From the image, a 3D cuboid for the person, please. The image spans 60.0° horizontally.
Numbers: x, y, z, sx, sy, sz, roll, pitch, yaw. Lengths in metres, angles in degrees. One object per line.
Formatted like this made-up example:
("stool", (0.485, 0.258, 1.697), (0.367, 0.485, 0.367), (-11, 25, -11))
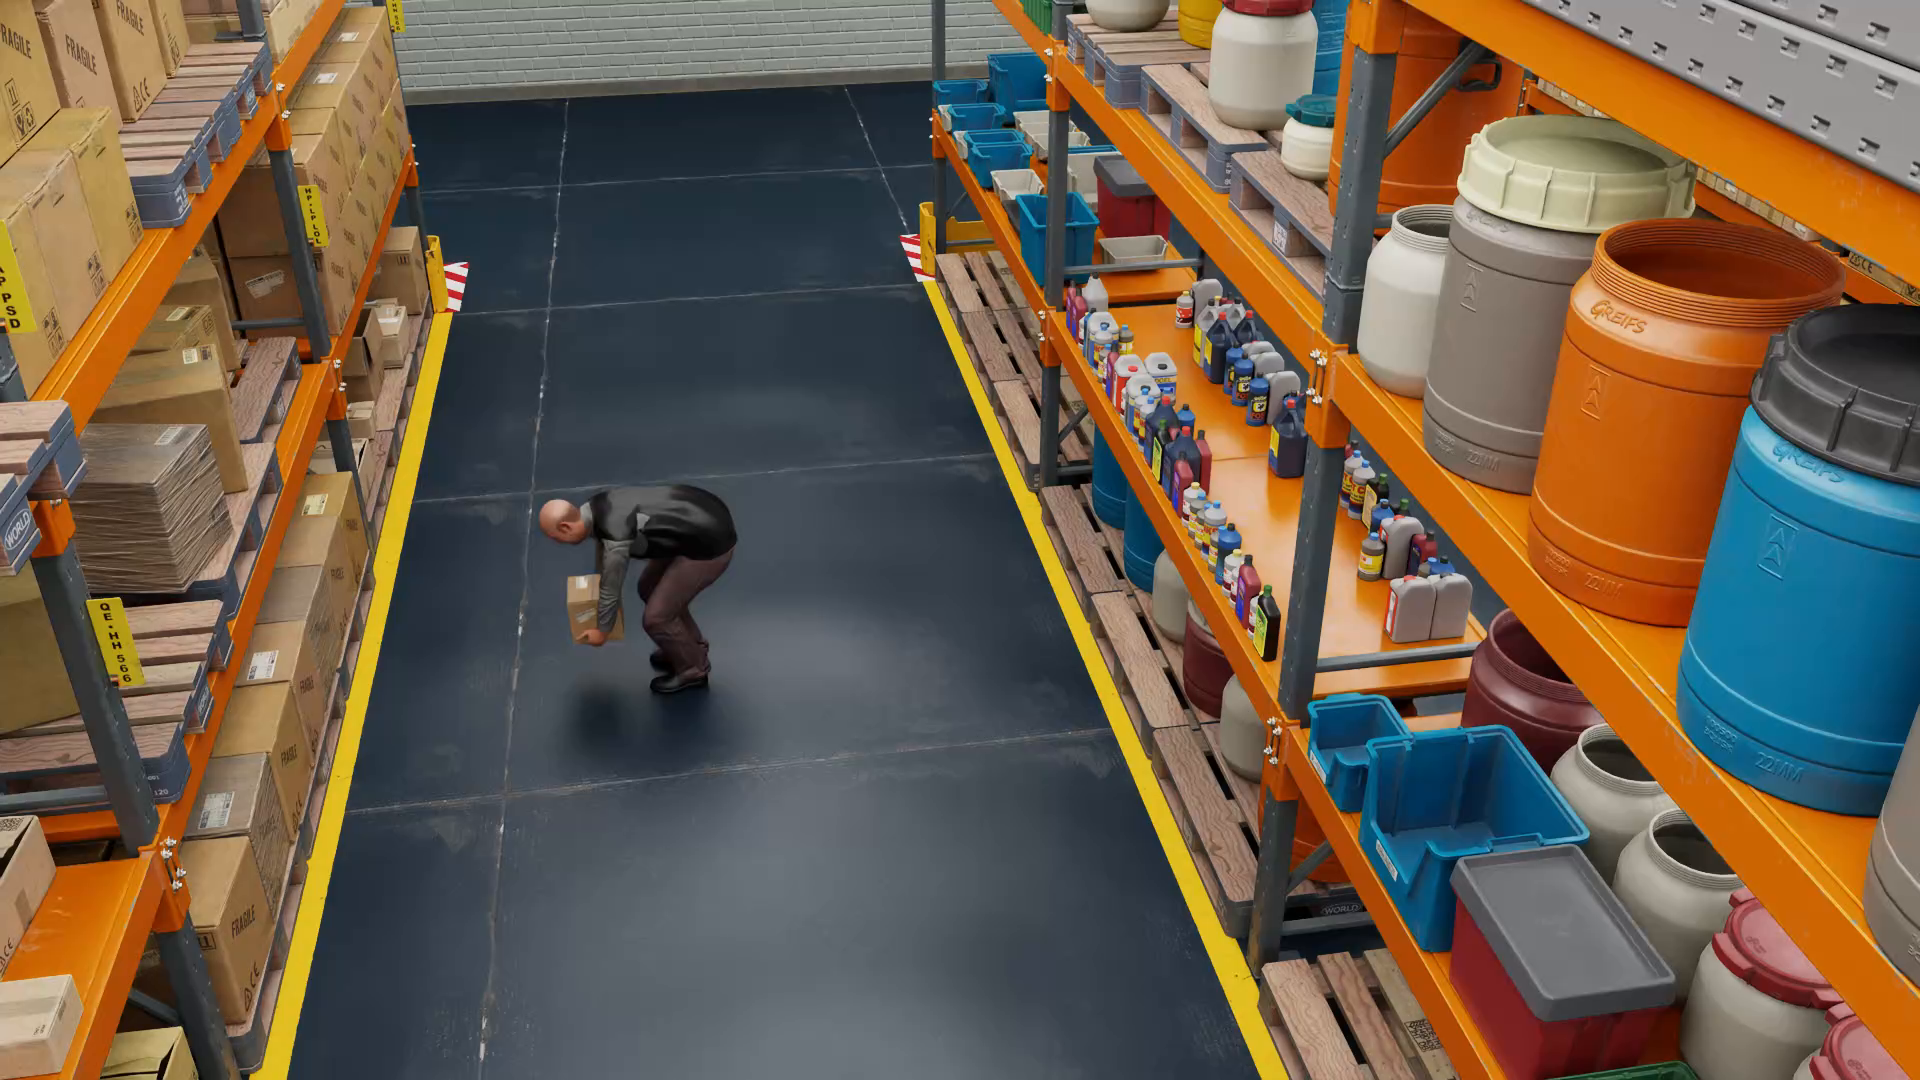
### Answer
("person", (-1.583, 0.235, 8.368), (0.945, 1.109, 0.480), (-7, 31, -11))
